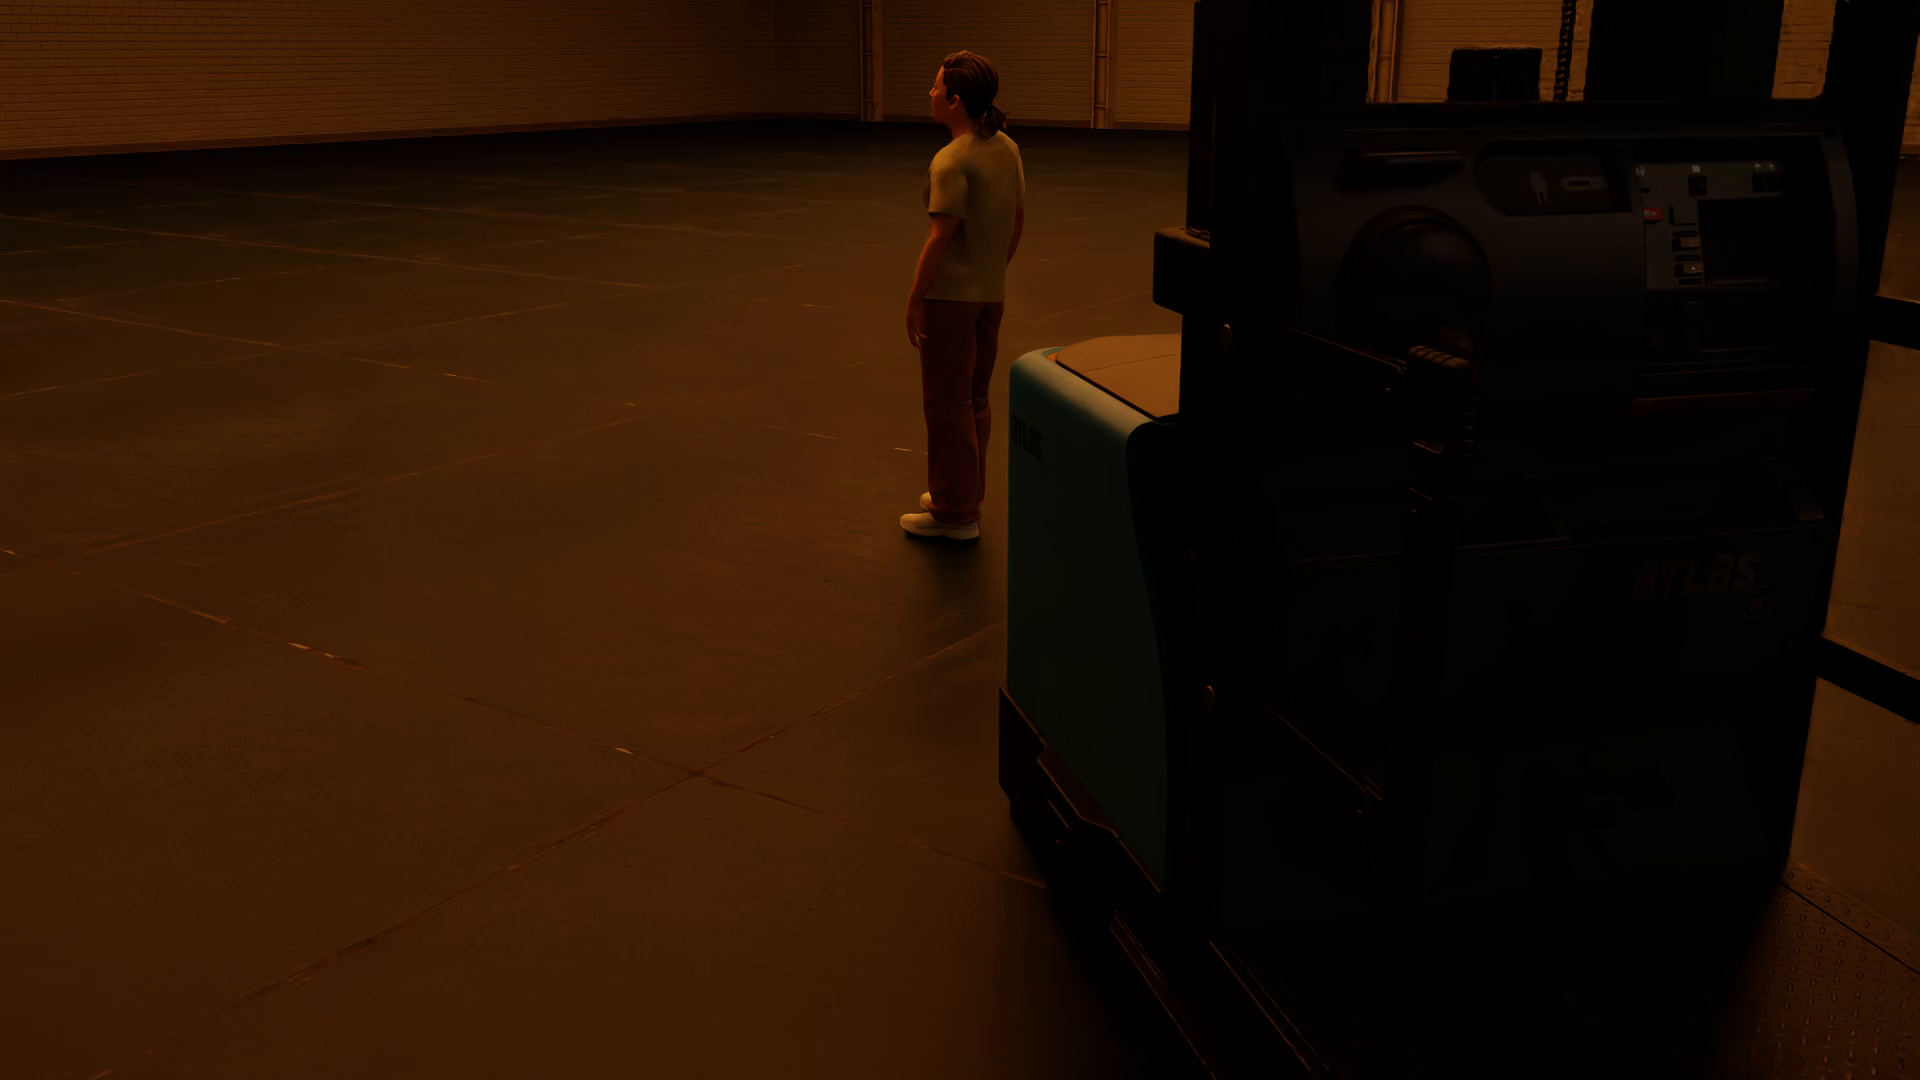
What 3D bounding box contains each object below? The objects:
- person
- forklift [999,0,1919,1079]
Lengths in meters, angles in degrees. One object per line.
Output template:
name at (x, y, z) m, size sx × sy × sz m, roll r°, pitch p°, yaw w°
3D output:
person at (-0.020, -0.729, 5.754) m, size 0.396 × 1.363 × 0.520 m, roll 11°, pitch 20°, yaw 33°
forklift at (0.961, -0.419, 2.235) m, size 1.130 × 2.935 × 3.031 m, roll -4°, pitch 17°, yaw -14°
